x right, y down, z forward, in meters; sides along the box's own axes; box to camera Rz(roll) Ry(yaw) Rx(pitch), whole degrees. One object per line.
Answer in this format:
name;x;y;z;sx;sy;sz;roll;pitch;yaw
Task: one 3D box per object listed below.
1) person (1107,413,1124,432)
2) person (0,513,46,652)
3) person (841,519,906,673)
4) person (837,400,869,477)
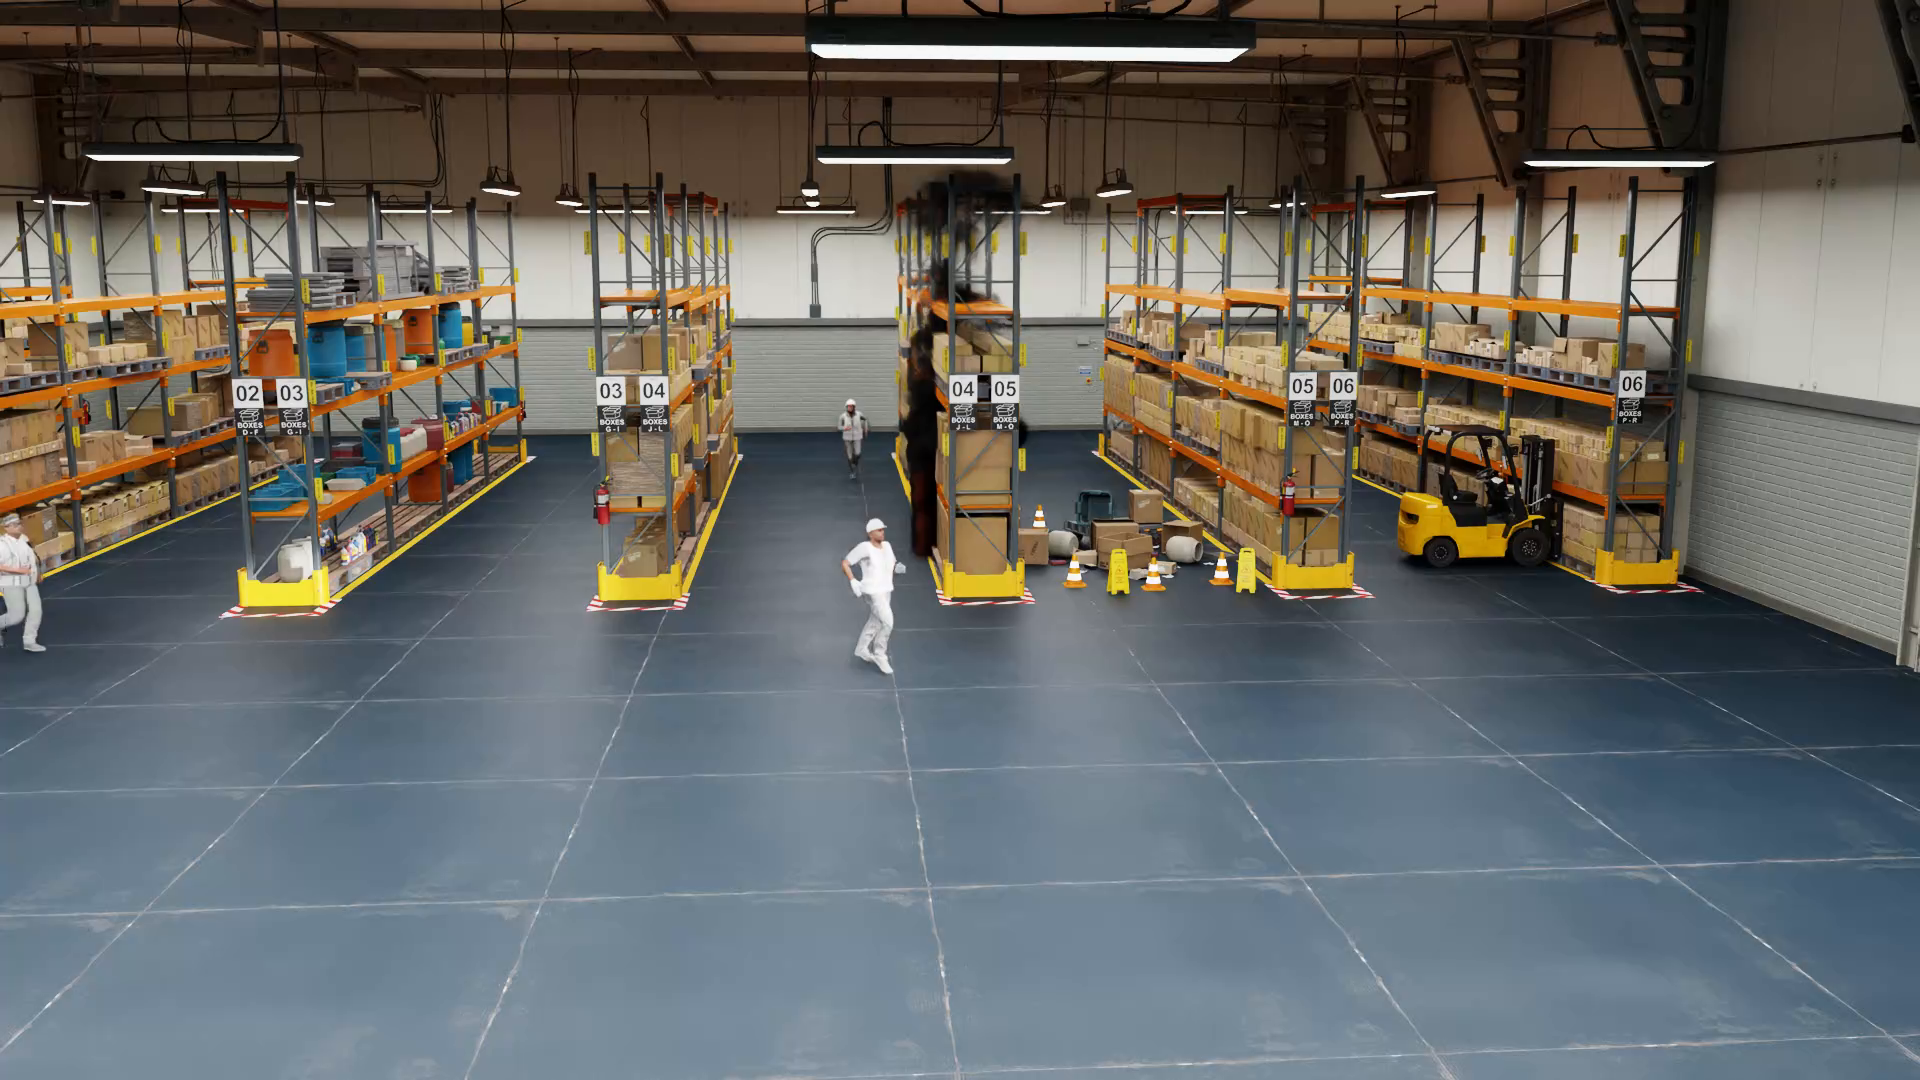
person;3.959;-3.156;41.640;0.697;1.760;0.778;2;10;10
person;-11.769;0.521;20.711;0.752;1.746;0.664;2;10;13
person;-0.985;0.659;19.853;0.768;1.838;0.665;6;12;31
person;-2.309;-2.189;36.039;0.690;1.721;0.737;-1;10;-6
